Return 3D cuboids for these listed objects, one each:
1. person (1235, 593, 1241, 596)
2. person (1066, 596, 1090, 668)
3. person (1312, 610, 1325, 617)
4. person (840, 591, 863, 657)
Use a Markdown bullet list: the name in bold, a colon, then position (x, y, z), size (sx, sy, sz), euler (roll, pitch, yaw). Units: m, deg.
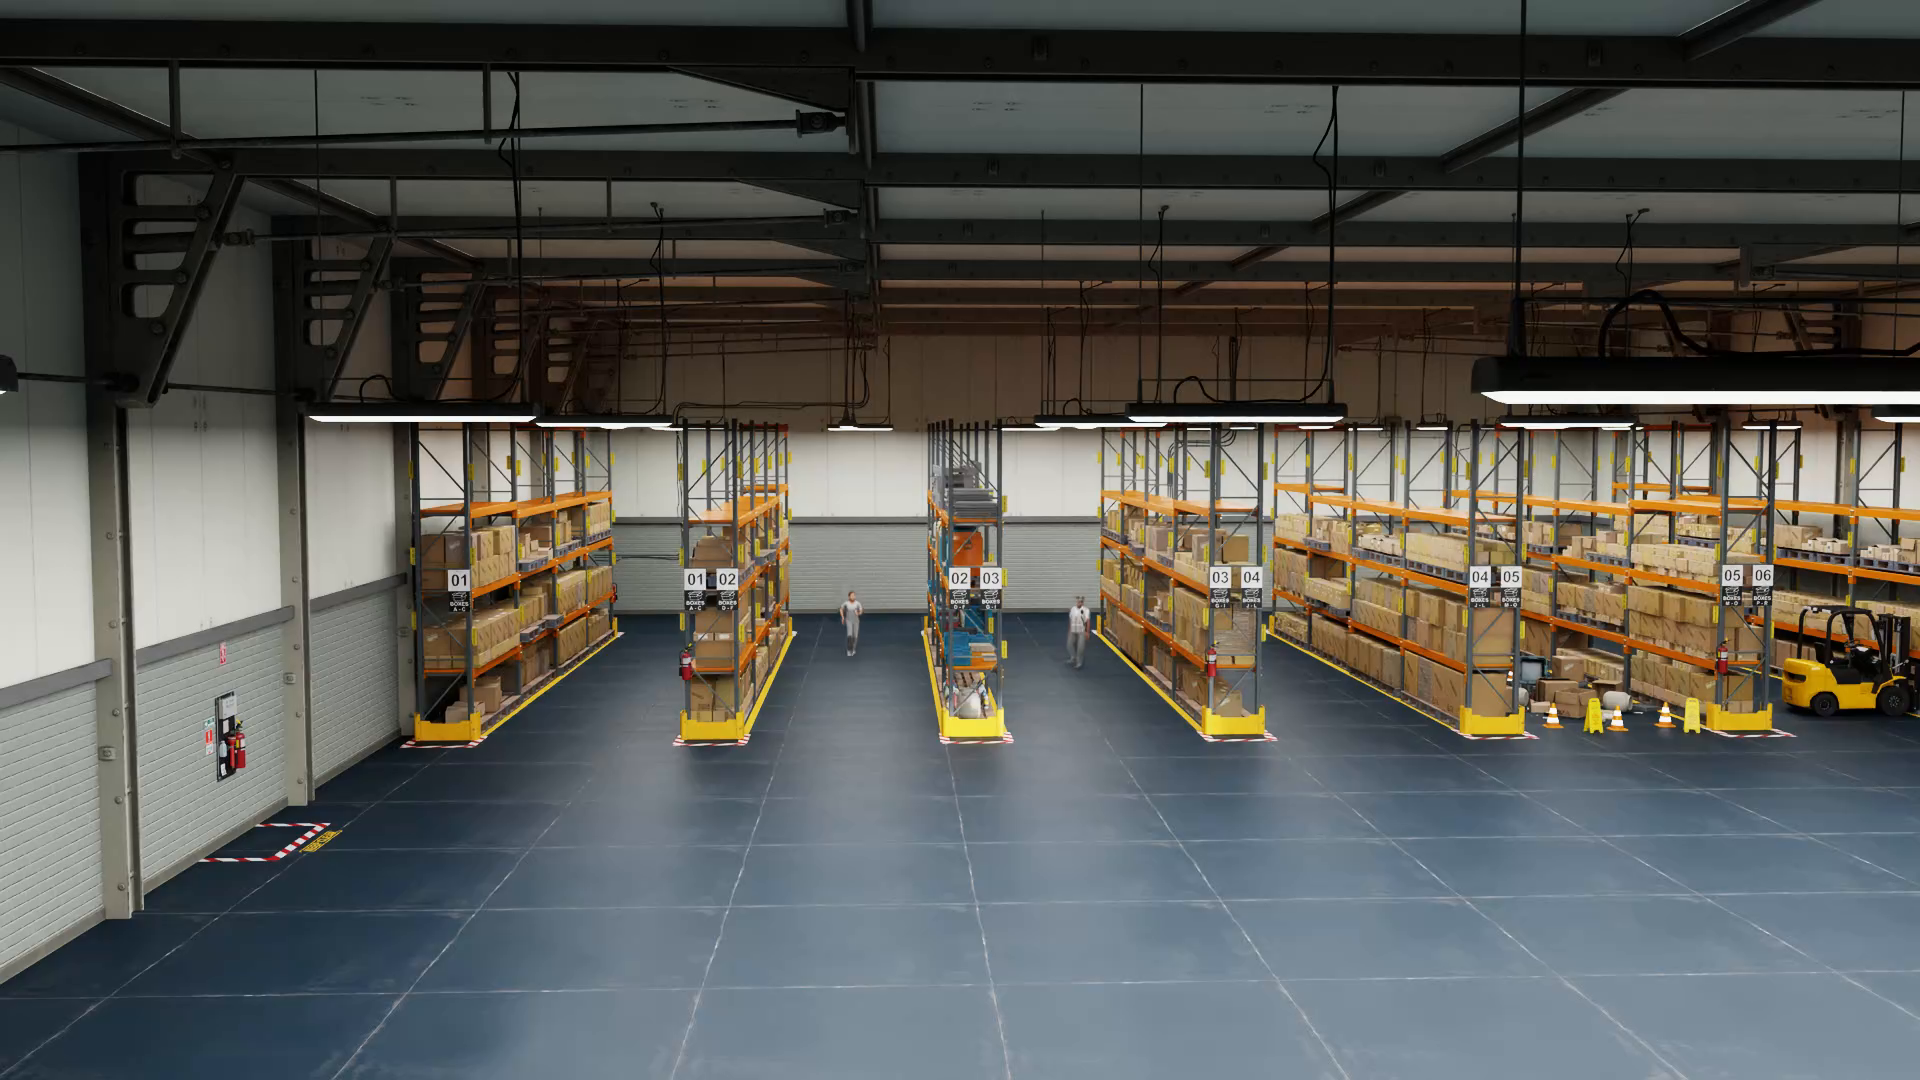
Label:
- **person**: position (8.150, 1.807, 49.014), size (0.729, 1.568, 0.854), euler (0, 4, 1)
- **person**: position (2.894, 2.253, 40.800), size (0.653, 1.788, 0.508), euler (2, 4, 27)
- **person**: position (10.495, 1.832, 48.570), size (0.533, 1.591, 0.623), euler (3, 5, 42)
- **person**: position (-2.774, 2.157, 42.674), size (0.553, 1.687, 0.702), euler (-1, 4, -11)
